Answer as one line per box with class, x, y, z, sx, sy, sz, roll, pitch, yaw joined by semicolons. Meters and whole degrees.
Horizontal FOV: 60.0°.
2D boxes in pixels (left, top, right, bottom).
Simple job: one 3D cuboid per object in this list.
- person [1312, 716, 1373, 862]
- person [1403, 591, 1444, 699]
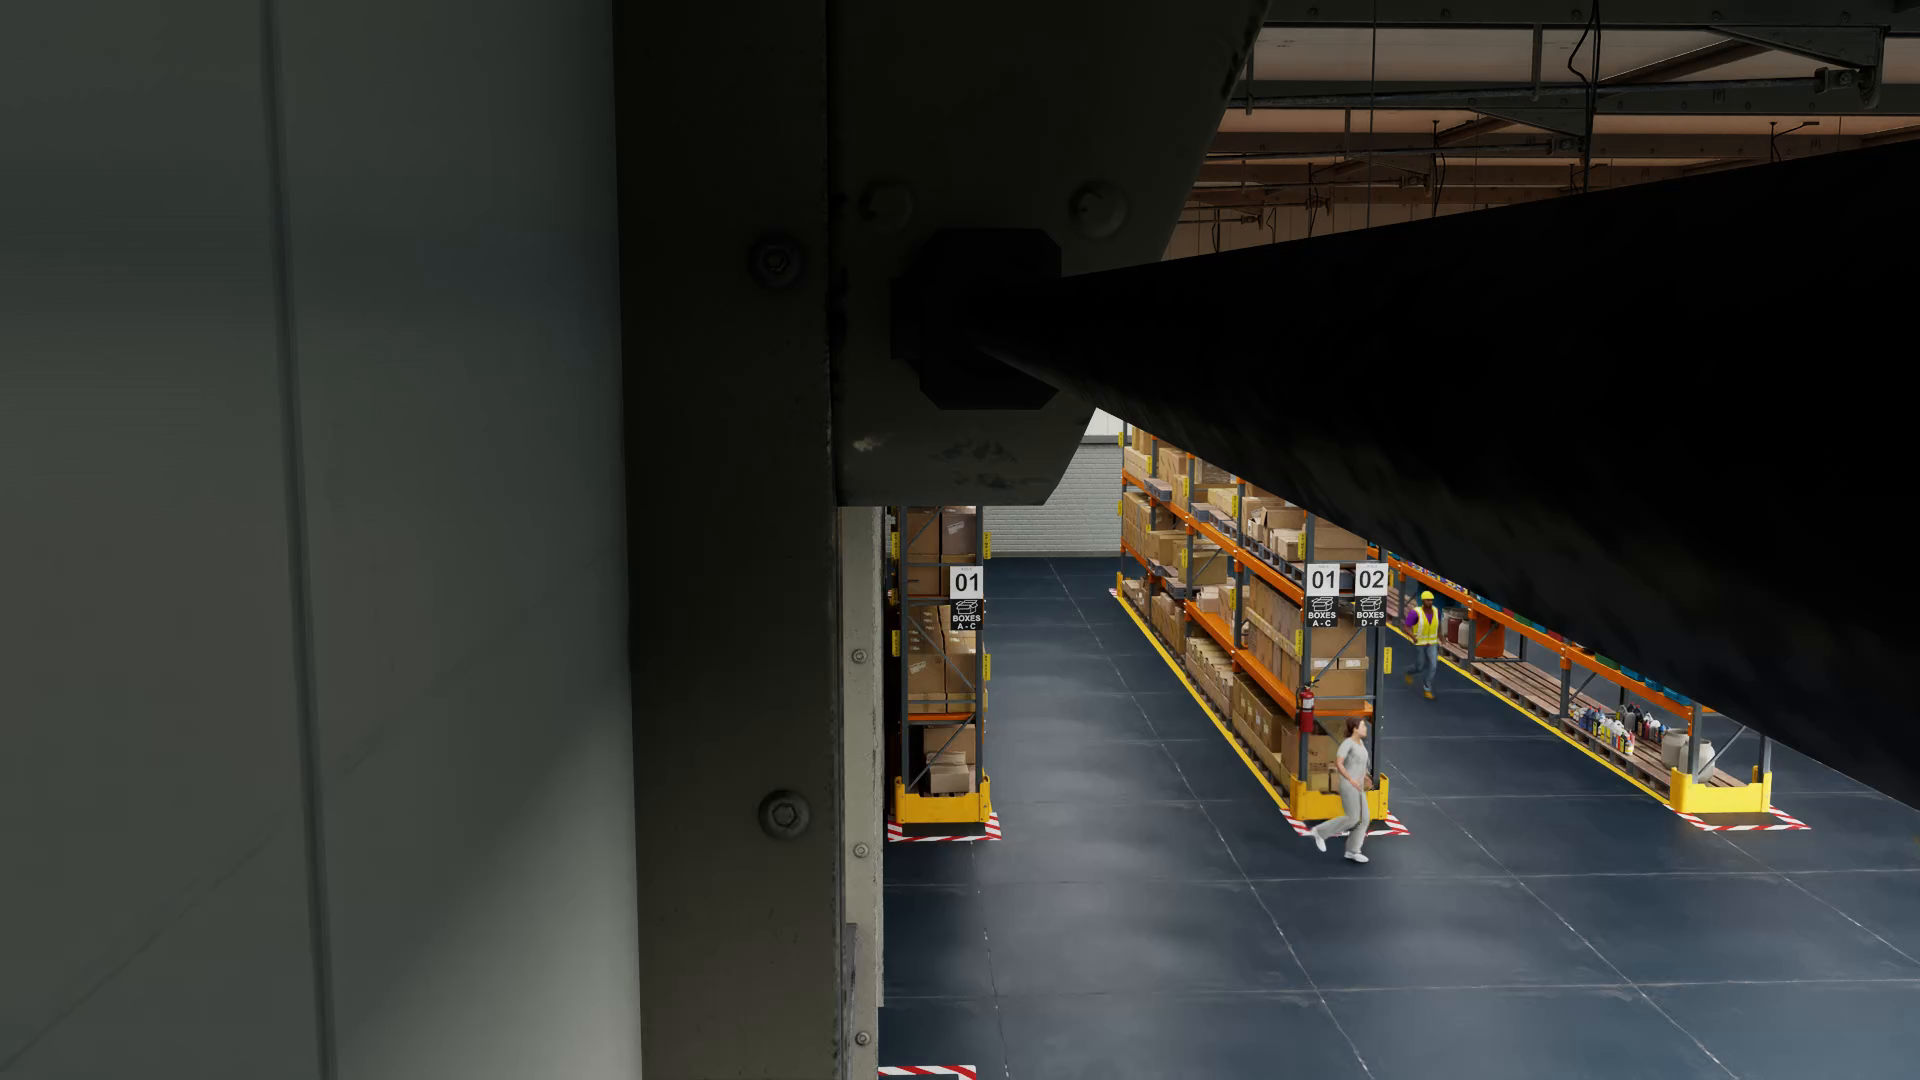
person;4.501;2.836;19.242;0.680;1.623;0.634;5;10;33
person;7.551;1.672;27.133;0.689;1.734;0.832;-1;8;-9
